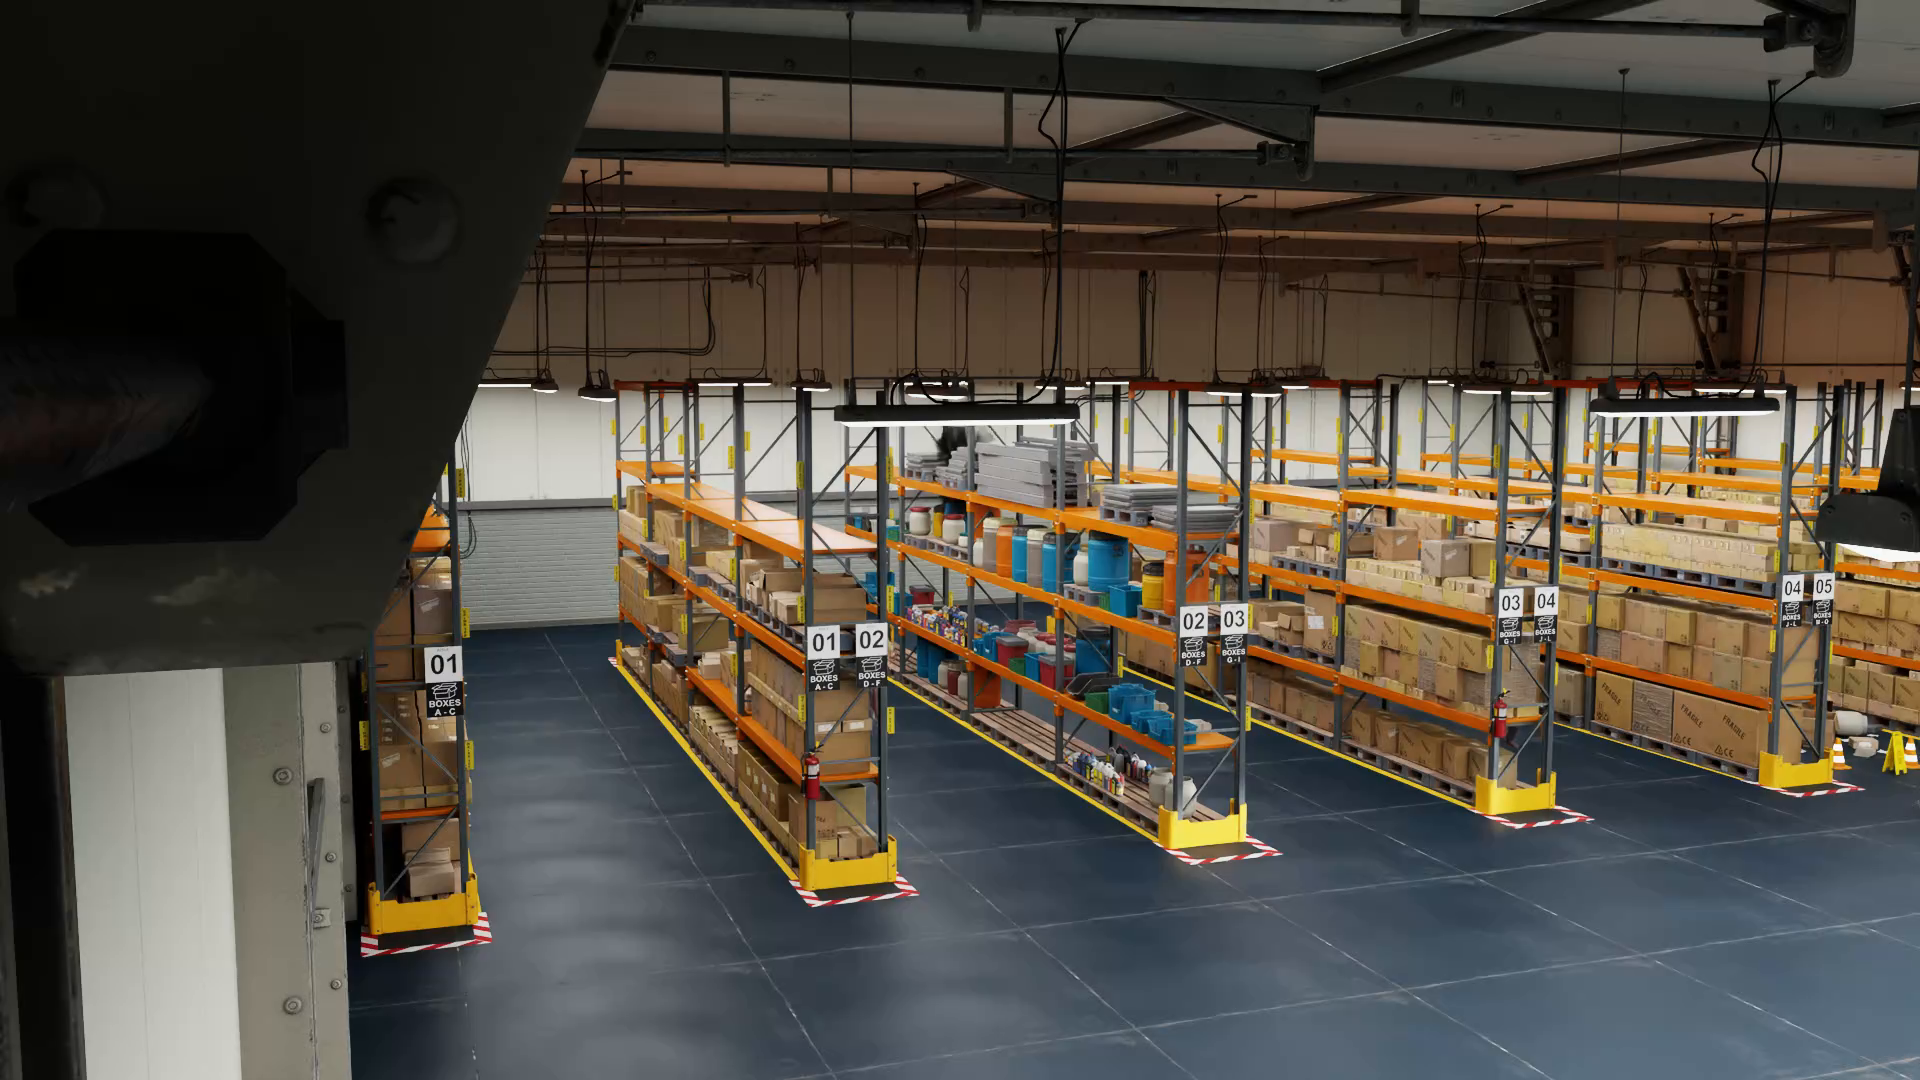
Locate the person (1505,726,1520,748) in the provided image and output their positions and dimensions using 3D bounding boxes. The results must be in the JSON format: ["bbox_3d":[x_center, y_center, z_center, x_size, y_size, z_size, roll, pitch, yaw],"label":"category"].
[{"bbox_3d":[9.259,2.631,27.542,0.597,1.617,0.626,-3,7,-24],"label":"person"}]

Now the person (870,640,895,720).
[{"bbox_3d":[-1.366,2.233,28.007,0.570,1.664,0.915,-3,7,-25],"label":"person"}]
